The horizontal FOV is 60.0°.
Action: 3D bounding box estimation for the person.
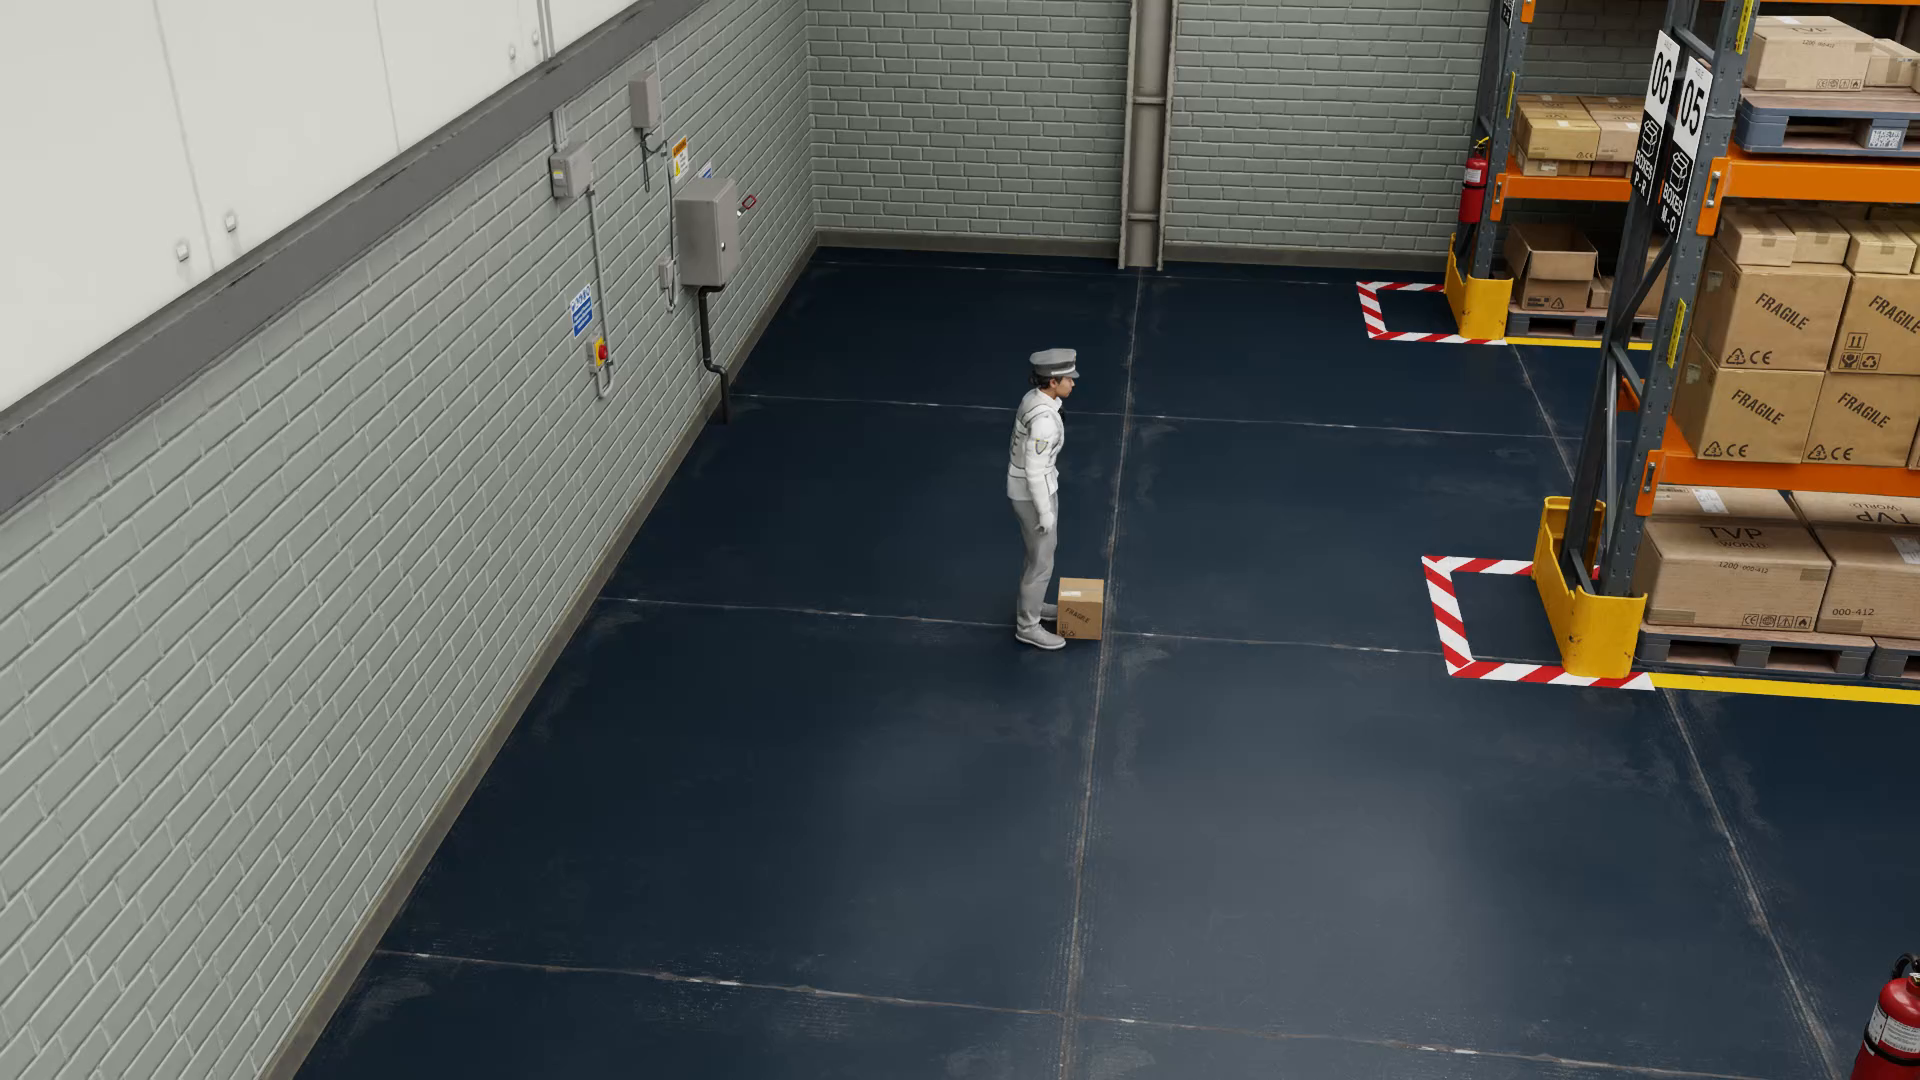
[{"bbox_3d":[0.439,-0.247,9.074,0.376,1.663,0.545,2,29,3],"label":"person"}]
